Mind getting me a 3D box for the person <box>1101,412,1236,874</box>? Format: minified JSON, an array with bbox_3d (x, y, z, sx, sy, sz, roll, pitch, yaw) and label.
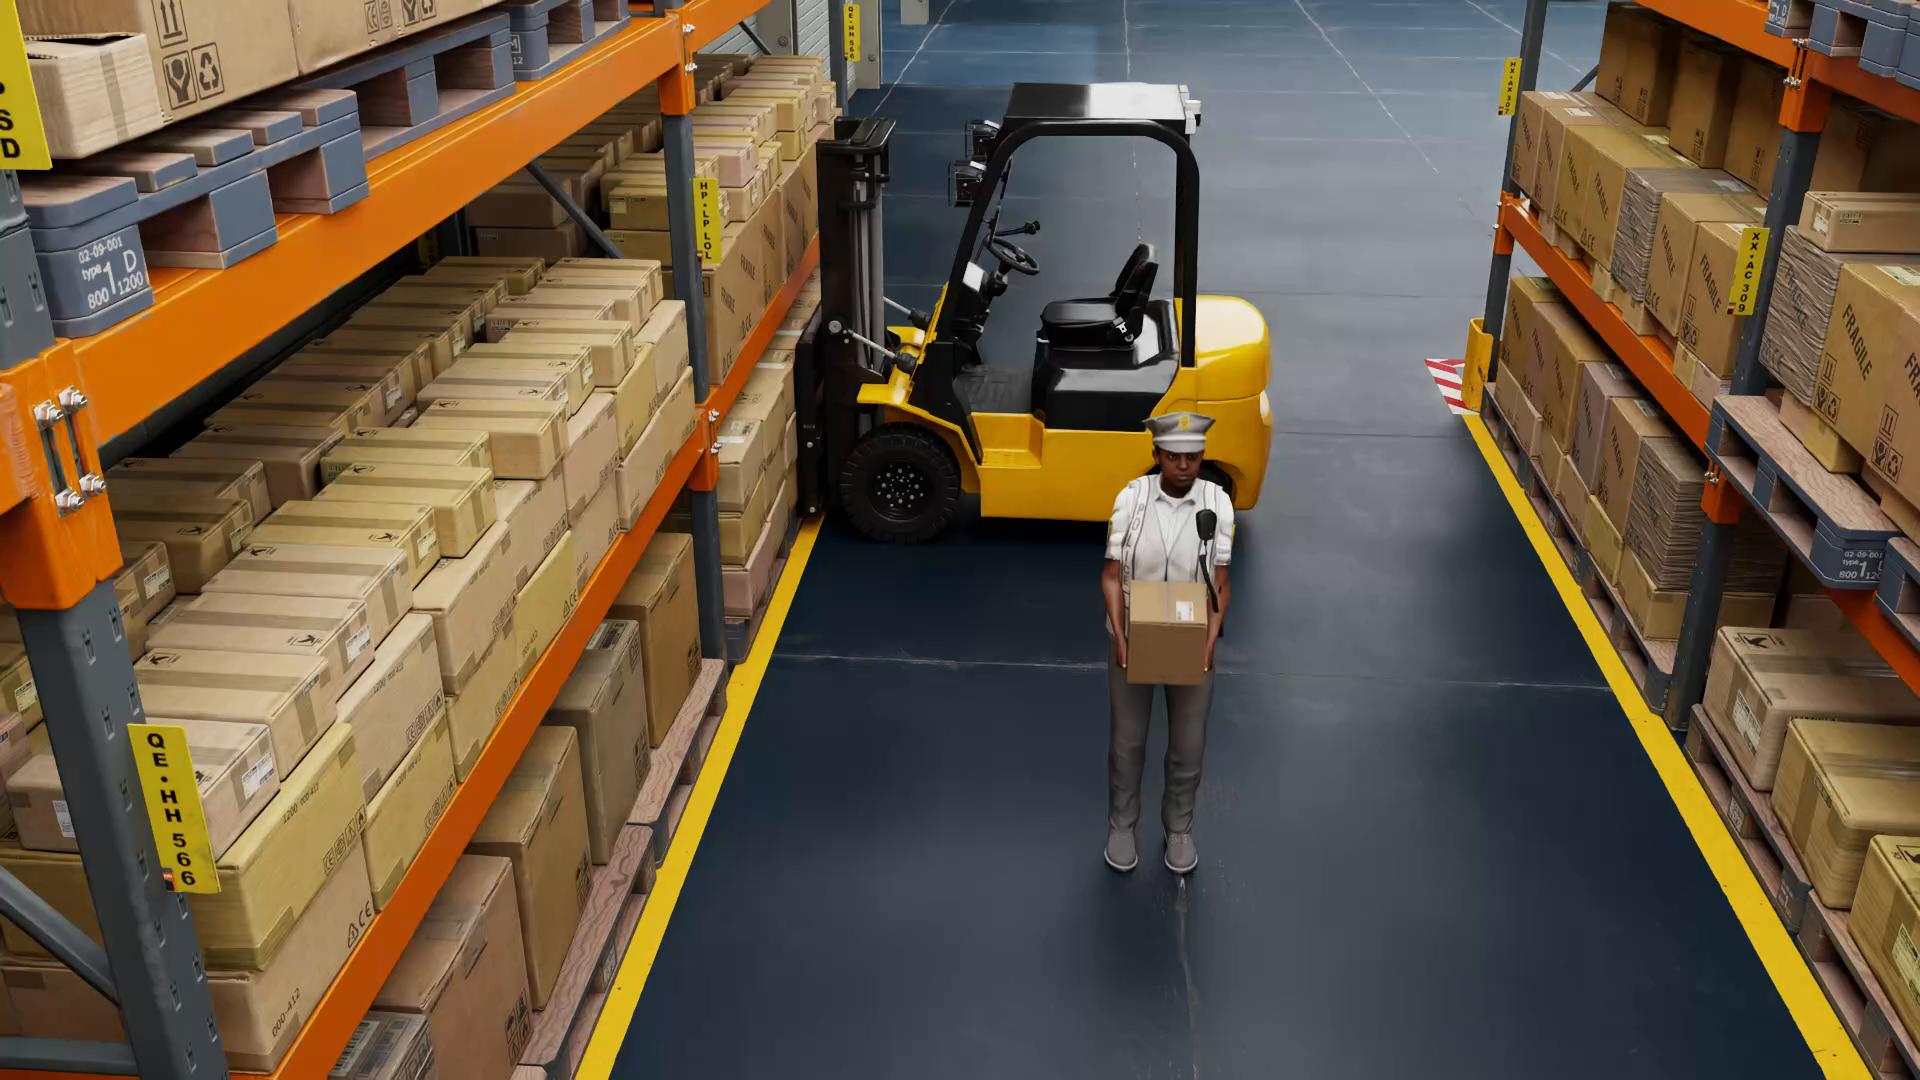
[{"bbox_3d":[0.705,0.371,5.767,0.450,1.688,0.539,2,25,5],"label":"person"}]
